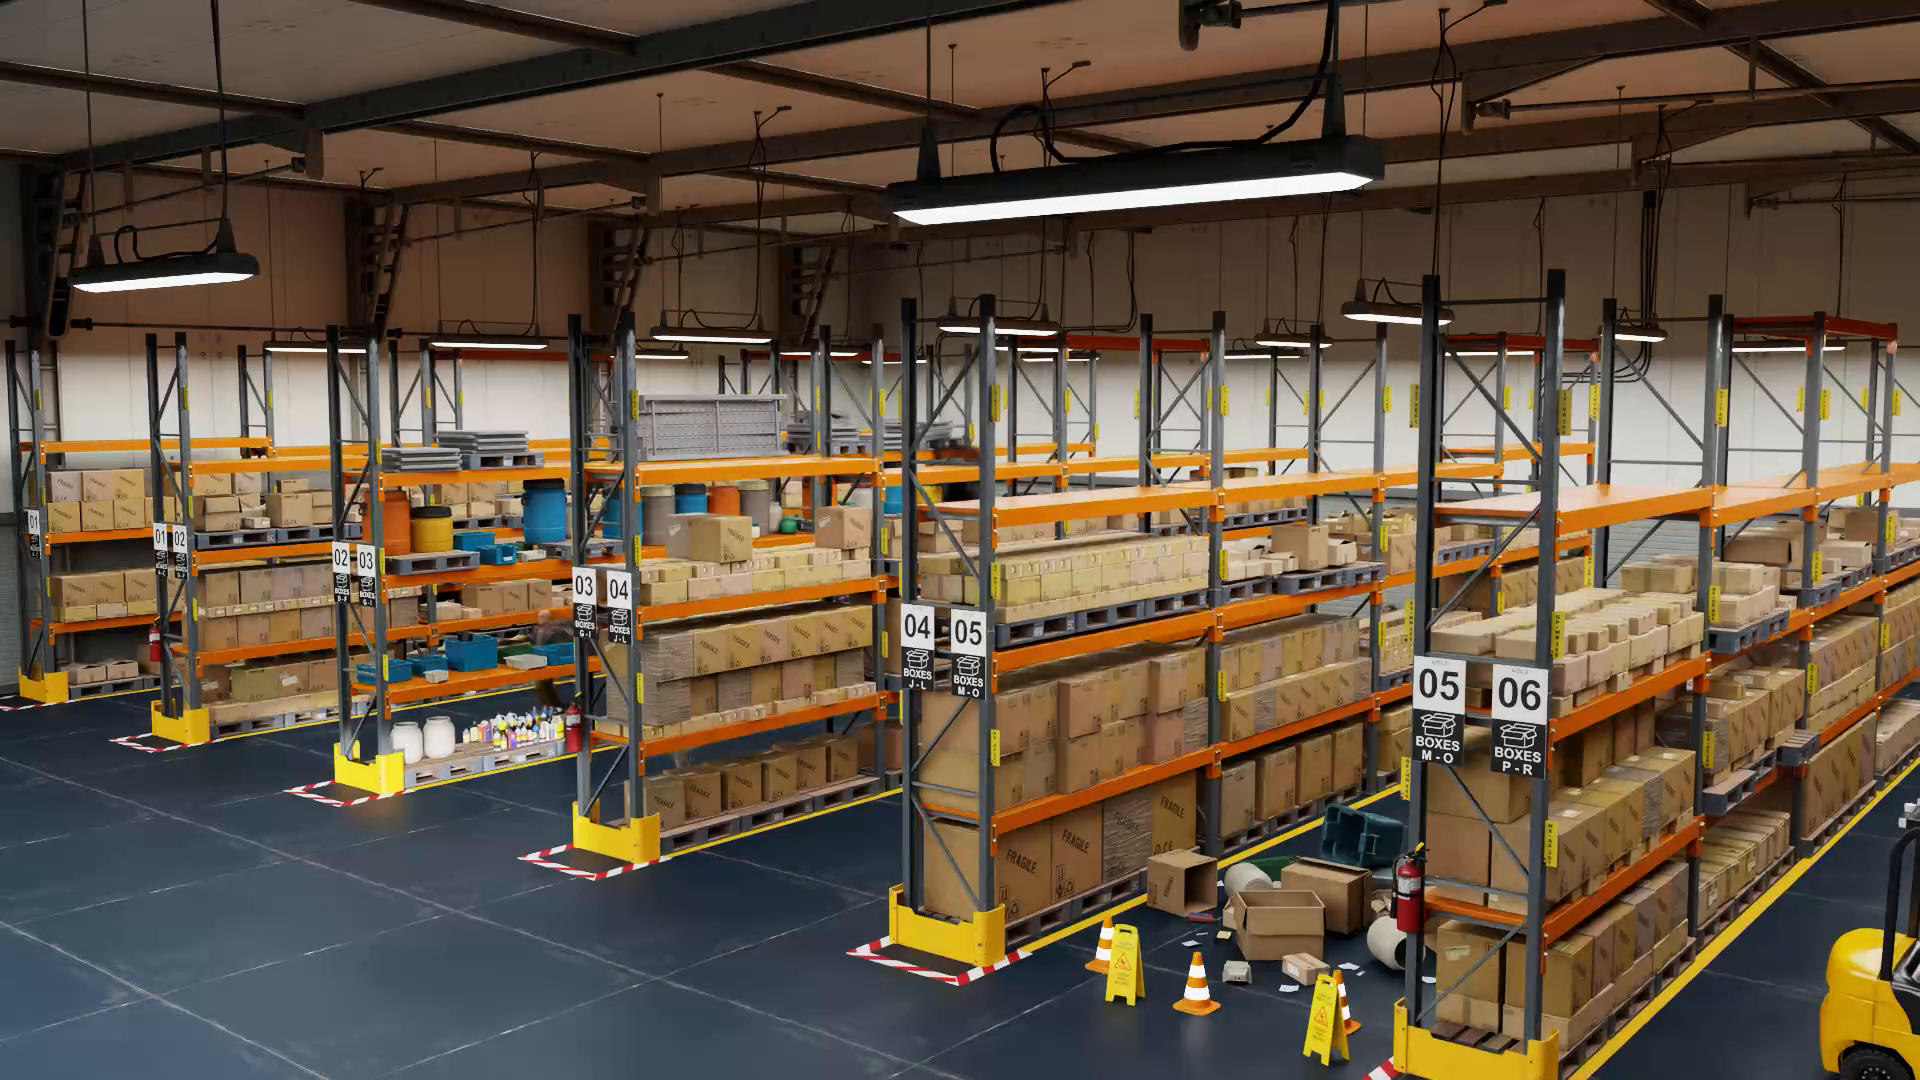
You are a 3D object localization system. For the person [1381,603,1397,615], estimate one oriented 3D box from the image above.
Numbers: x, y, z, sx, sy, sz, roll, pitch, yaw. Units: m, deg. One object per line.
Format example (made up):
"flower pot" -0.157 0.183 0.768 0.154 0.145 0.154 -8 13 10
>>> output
"person" 7.034 1.861 27.212 0.833 1.705 0.608 -5 7 -44

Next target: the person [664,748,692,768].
"person" -3.671 2.396 21.959 0.616 1.627 0.550 4 6 35

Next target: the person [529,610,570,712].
"person" -6.401 1.980 25.698 0.689 1.827 0.832 4 6 36
